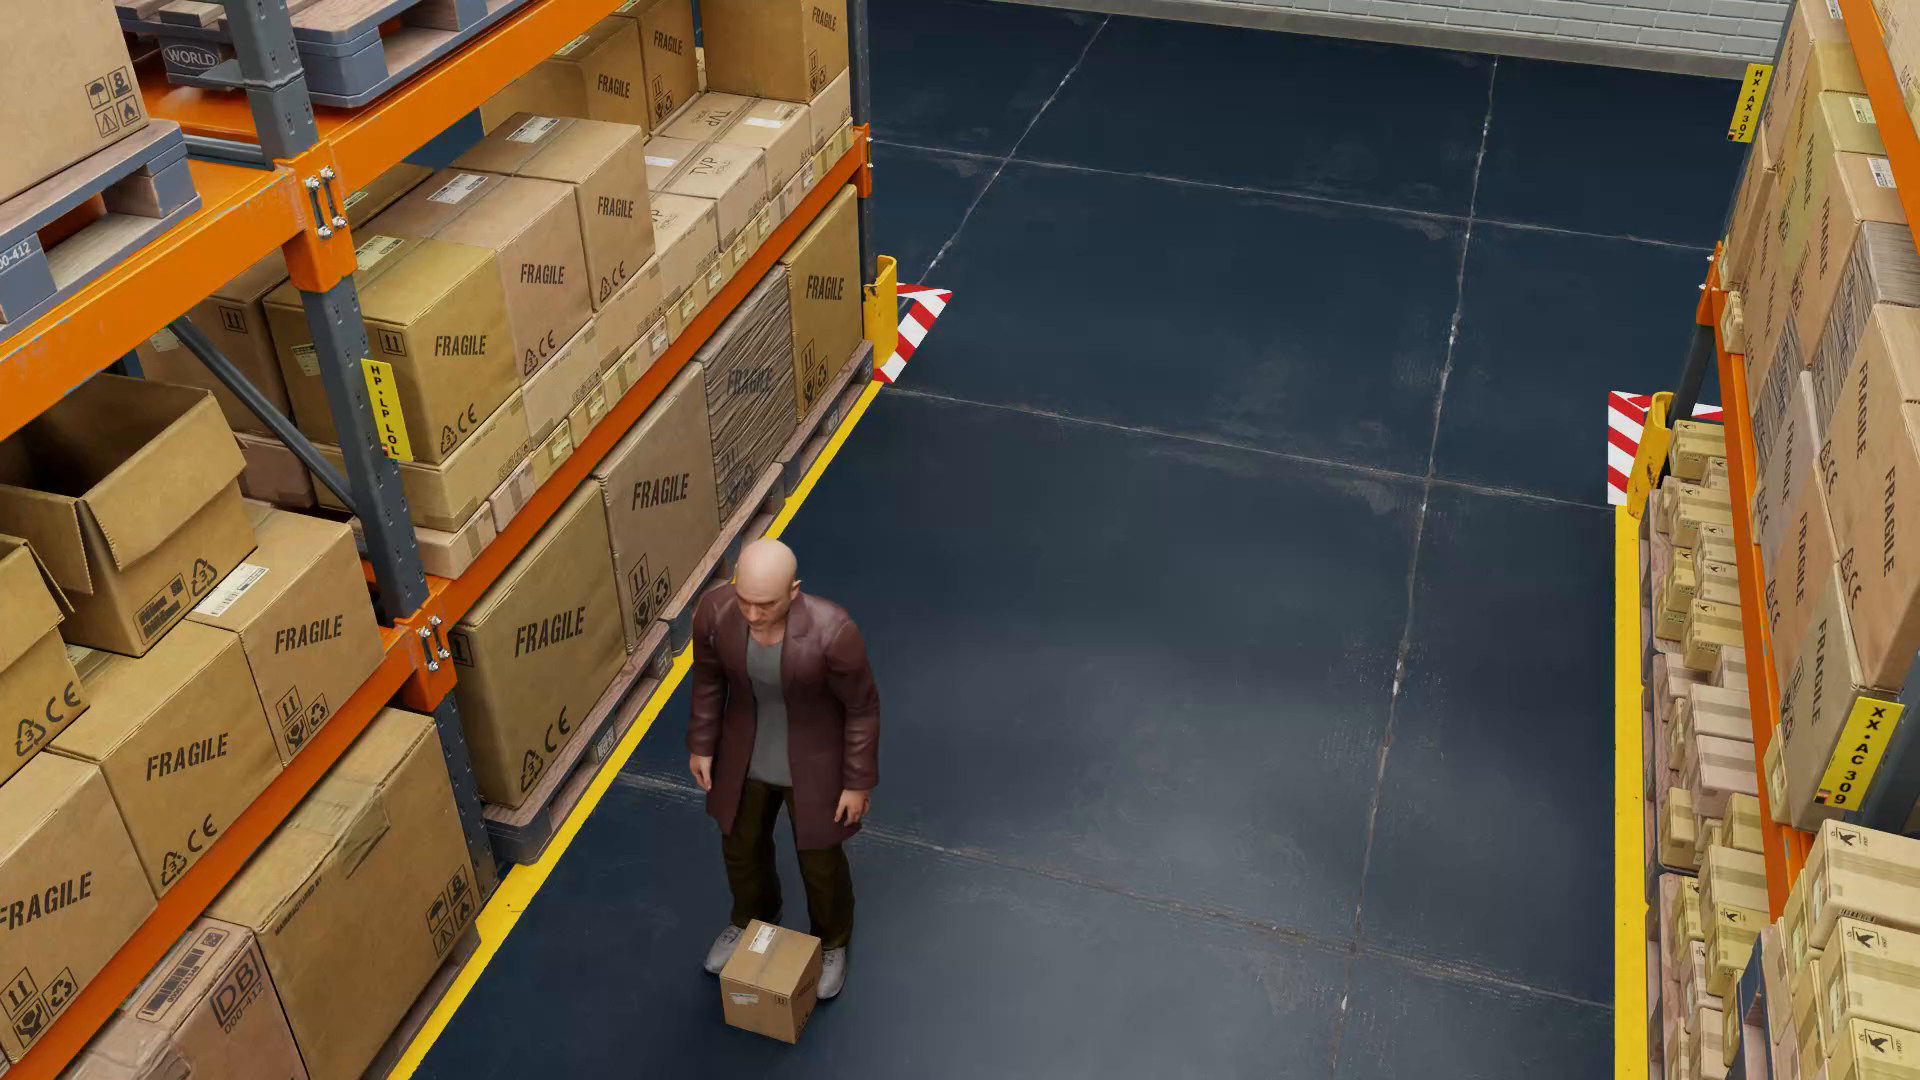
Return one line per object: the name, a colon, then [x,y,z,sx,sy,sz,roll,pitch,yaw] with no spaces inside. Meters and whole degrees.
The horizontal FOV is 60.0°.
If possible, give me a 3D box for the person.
person: [-0.555,0.700,5.217,0.644,1.774,0.425,11,38,14]
